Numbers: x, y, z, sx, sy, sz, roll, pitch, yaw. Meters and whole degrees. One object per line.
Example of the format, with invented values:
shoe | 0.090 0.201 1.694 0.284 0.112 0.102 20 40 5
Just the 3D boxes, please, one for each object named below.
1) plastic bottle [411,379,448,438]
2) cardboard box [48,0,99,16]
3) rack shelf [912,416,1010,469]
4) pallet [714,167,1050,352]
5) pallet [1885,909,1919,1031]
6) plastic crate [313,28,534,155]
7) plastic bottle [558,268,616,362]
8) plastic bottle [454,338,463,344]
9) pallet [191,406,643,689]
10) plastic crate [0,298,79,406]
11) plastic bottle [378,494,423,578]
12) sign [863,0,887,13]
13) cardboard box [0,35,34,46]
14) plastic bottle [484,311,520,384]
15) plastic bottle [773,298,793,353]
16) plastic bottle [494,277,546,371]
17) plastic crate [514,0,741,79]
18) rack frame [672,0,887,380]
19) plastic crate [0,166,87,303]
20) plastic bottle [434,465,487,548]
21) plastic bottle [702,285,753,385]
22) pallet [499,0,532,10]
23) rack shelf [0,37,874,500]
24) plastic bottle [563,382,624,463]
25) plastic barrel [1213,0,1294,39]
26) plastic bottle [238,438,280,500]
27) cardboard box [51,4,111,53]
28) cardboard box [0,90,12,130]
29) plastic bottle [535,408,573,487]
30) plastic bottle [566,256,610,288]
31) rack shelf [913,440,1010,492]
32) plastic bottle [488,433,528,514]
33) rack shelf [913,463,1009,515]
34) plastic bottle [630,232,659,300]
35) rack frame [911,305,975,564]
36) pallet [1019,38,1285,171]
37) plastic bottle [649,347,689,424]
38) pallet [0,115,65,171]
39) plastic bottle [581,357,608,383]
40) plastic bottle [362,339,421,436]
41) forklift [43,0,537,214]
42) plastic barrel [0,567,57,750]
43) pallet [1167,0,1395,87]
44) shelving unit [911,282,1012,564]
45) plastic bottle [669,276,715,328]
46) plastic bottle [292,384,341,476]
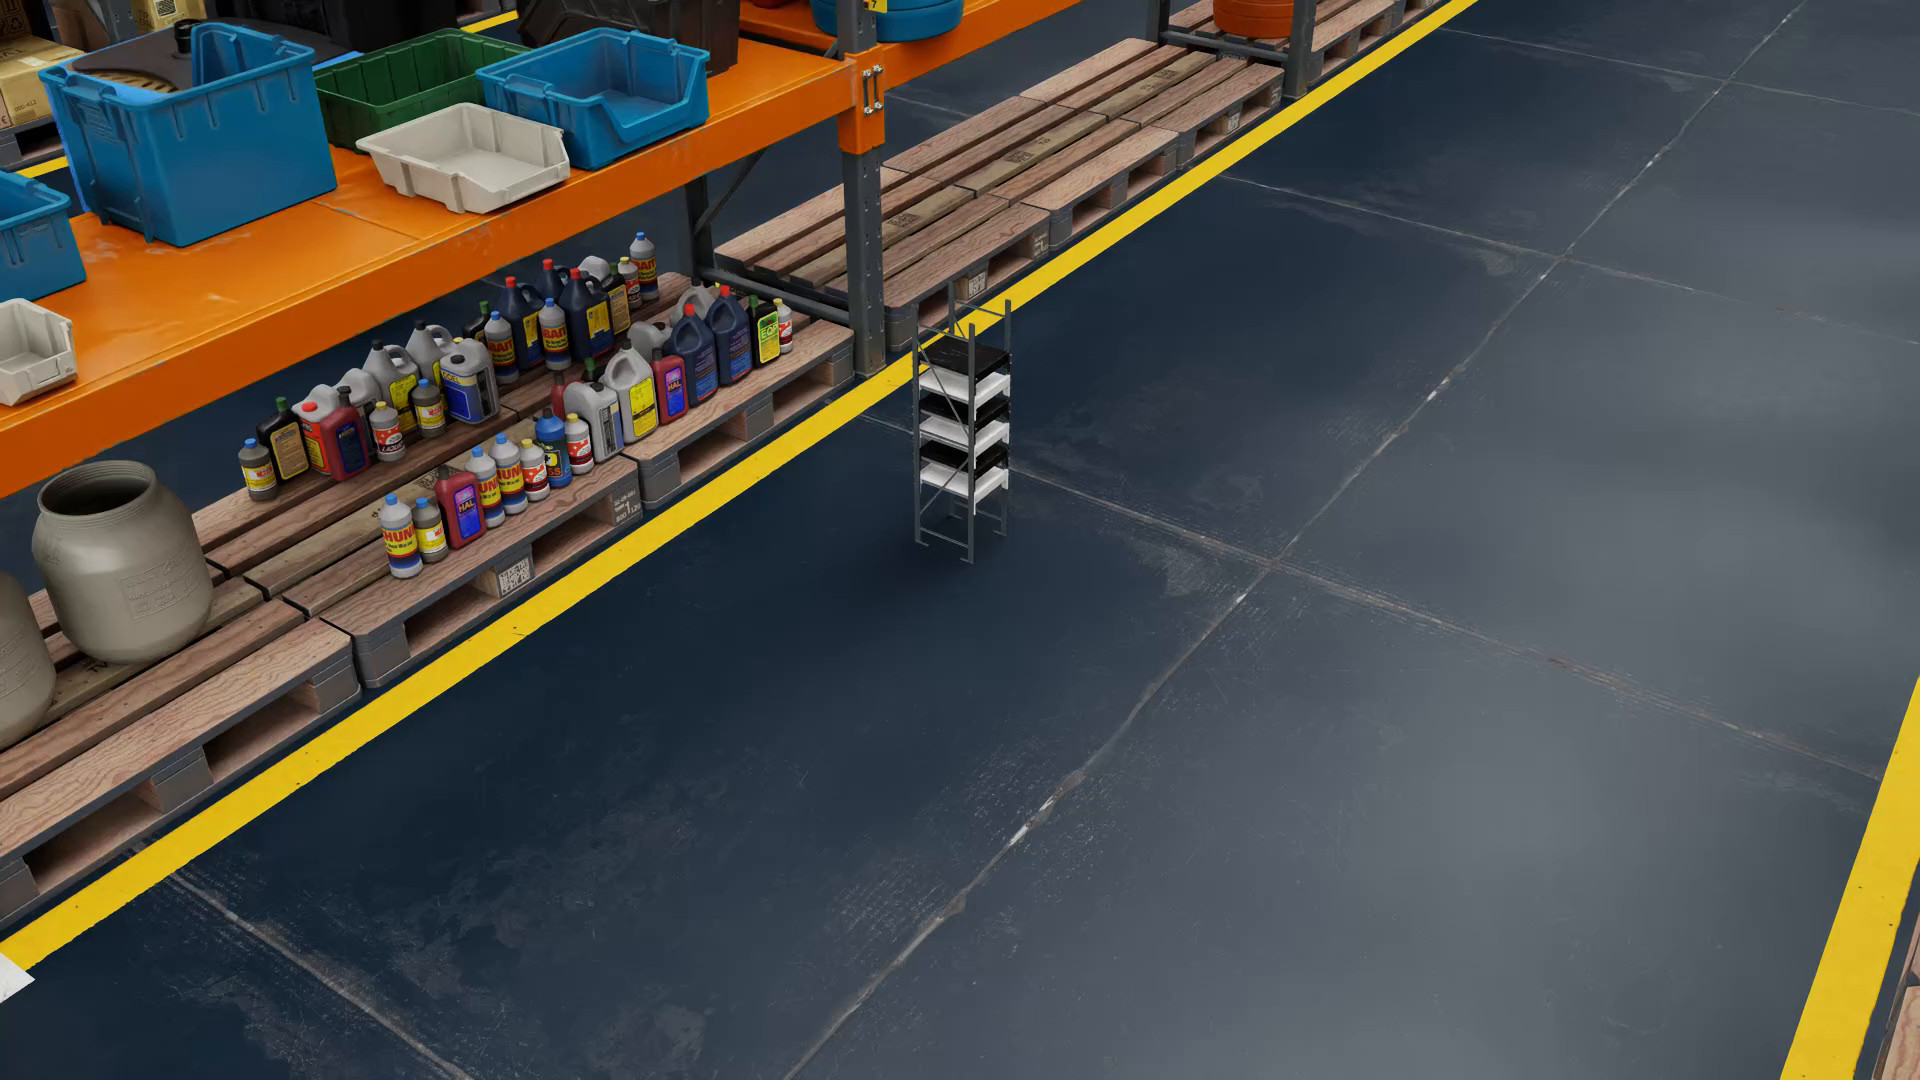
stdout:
plastic bottle | -1.879 -0.473 5.877 0.097 0.201 0.097 0 34 0
cardboard box | -4.817 -3.204 9.389 0.500 0.311 0.500 21 39 28
rack shelf | 0.005 -0.349 5.522 0.258 0.077 0.200 21 39 28
pallet | -0.330 -1.294 7.475 1.003 0.211 1.213 21 39 28
pallet | 2.970 0.982 4.109 1.003 0.211 1.213 21 39 28
plastic crate | -1.751 -1.453 5.410 0.450 0.188 0.662 21 39 28
plastic bottle | -1.428 -0.875 6.338 0.144 0.351 0.185 21 39 28
plastic bottle | -1.835 -0.650 6.138 0.097 0.201 0.097 0 34 0
pallet | -1.858 -0.060 5.651 1.003 0.211 1.213 21 39 28
plastic crate | -2.252 -0.434 3.950 0.298 0.136 0.250 21 39 28
plastic bottle | -1.736 -0.021 5.146 0.097 0.271 0.097 0 34 0
sign | -0.300 -2.009 5.796 0.100 0.325 0.005 21 39 28
cardboard box | -5.326 -2.577 8.963 0.500 0.250 0.500 21 39 28
plastic bottle | -1.707 -0.722 6.182 0.097 0.271 0.097 0 34 0
plastic bottle | -0.696 -0.832 6.407 0.097 0.201 0.097 0 34 0
plastic bottle | -1.654 -0.834 6.278 0.144 0.351 0.185 20 39 26
plastic crate | -1.148 -1.849 5.862 0.767 0.338 0.504 21 39 28
rack frame | -0.745 -2.075 6.141 1.000 3.000 0.127 21 39 28
plastic crate | -2.612 -0.796 4.381 0.499 0.251 0.408 21 39 28
plastic bottle | -1.592 -0.124 5.288 0.061 0.283 0.133 22 40 29
plastic bottle | -0.876 -0.772 6.185 0.144 0.351 0.185 20 39 27
pallet | -3.033 -3.978 11.444 1.003 0.211 1.213 21 39 28
rack shelf | -1.886 -0.857 4.981 1.077 0.370 4.000 21 39 28
plastic bottle | -1.265 -0.430 5.747 0.152 0.276 0.135 22 40 29
plastic barrel | 1.800 -3.421 9.694 0.600 0.830 0.708 21 39 28
plastic bottle | -2.339 -0.242 5.536 0.097 0.201 0.097 0 34 0
cardboard box | -4.814 -2.977 9.555 0.500 0.250 0.500 21 39 28
cardboard box | -5.191 -2.184 8.381 0.500 0.250 0.500 21 39 28
plastic bottle | -1.368 -0.318 5.586 0.097 0.271 0.097 0 34 0
plastic bottle | -1.449 -0.965 6.538 0.152 0.276 0.135 23 40 30
rack shelf | 0.005 -0.274 5.573 0.258 0.077 0.200 21 39 28
plastic bottle | -1.484 -0.225 5.448 0.097 0.271 0.097 0 34 0
rack shelf | 0.005 -0.200 5.623 0.258 0.077 0.200 21 39 28
plastic bottle | -1.287 -1.120 6.772 0.097 0.271 0.097 0 34 0
rack frame | -0.053 -0.330 5.434 0.240 0.900 0.006 21 39 28
pallet | 1.062 -2.417 9.135 1.003 0.211 1.213 21 39 28
plastic bottle | -1.044 -0.567 5.943 0.061 0.283 0.133 24 41 31
pallet | -5.300 -2.151 8.743 1.003 0.211 1.213 21 39 28
plastic bottle | -1.268 -0.528 5.885 0.061 0.283 0.133 21 39 28
plastic bottle | -2.003 -0.553 5.862 0.144 0.351 0.185 23 40 30
forklift | -2.537 -2.798 7.271 1.130 2.935 3.031 17 38 23
plastic barrel | -2.714 0.295 4.482 0.421 0.512 0.421 0 34 0
pallet | 1.951 -3.137 10.200 1.003 0.211 1.213 21 39 28
shelving unit | 0.005 -0.376 5.503 0.258 0.900 0.210 21 39 28
plastic bottle | -0.994 -0.818 6.253 0.144 0.351 0.185 21 39 28
plastic bottle | -2.173 -0.381 5.674 0.152 0.276 0.135 22 40 29
